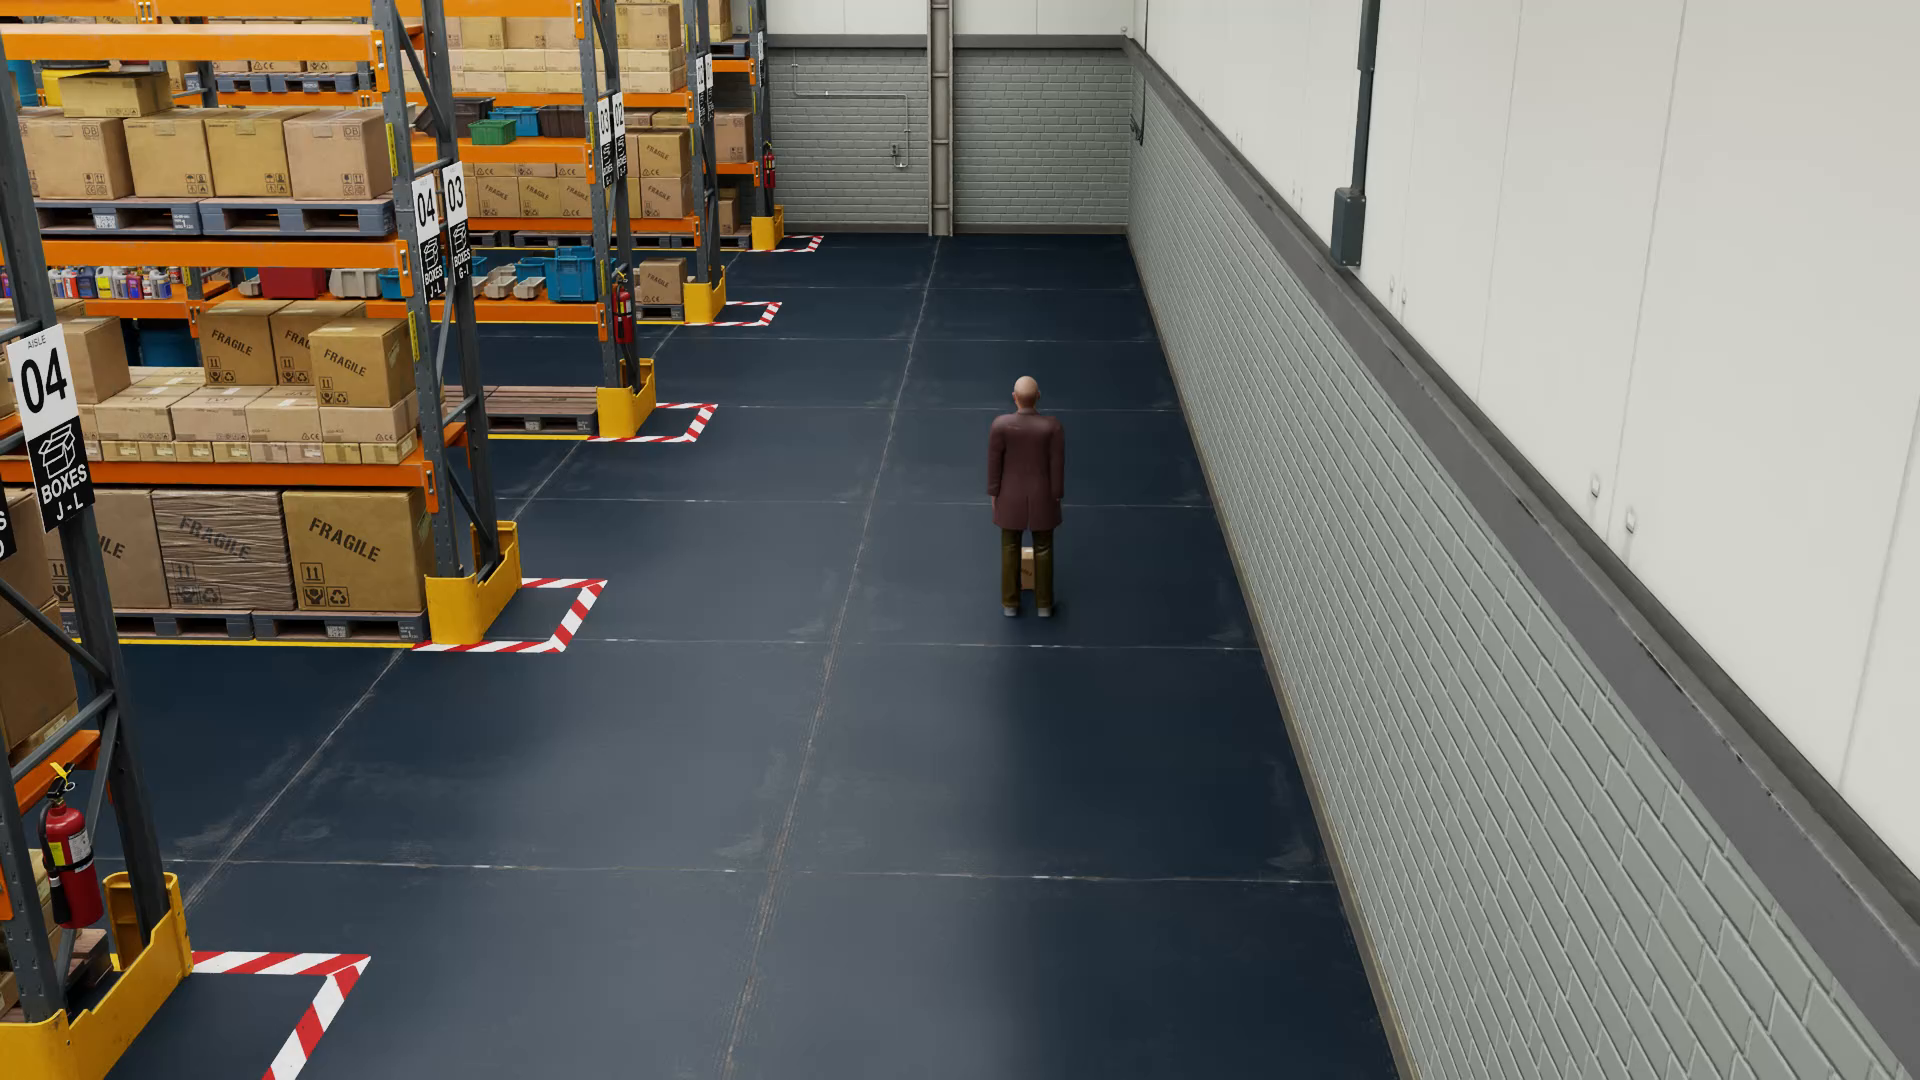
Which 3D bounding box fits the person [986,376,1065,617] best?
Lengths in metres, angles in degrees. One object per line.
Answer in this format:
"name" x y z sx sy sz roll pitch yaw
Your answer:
"person" 0.468 -0.321 11.964 0.561 1.775 0.379 1 21 3
